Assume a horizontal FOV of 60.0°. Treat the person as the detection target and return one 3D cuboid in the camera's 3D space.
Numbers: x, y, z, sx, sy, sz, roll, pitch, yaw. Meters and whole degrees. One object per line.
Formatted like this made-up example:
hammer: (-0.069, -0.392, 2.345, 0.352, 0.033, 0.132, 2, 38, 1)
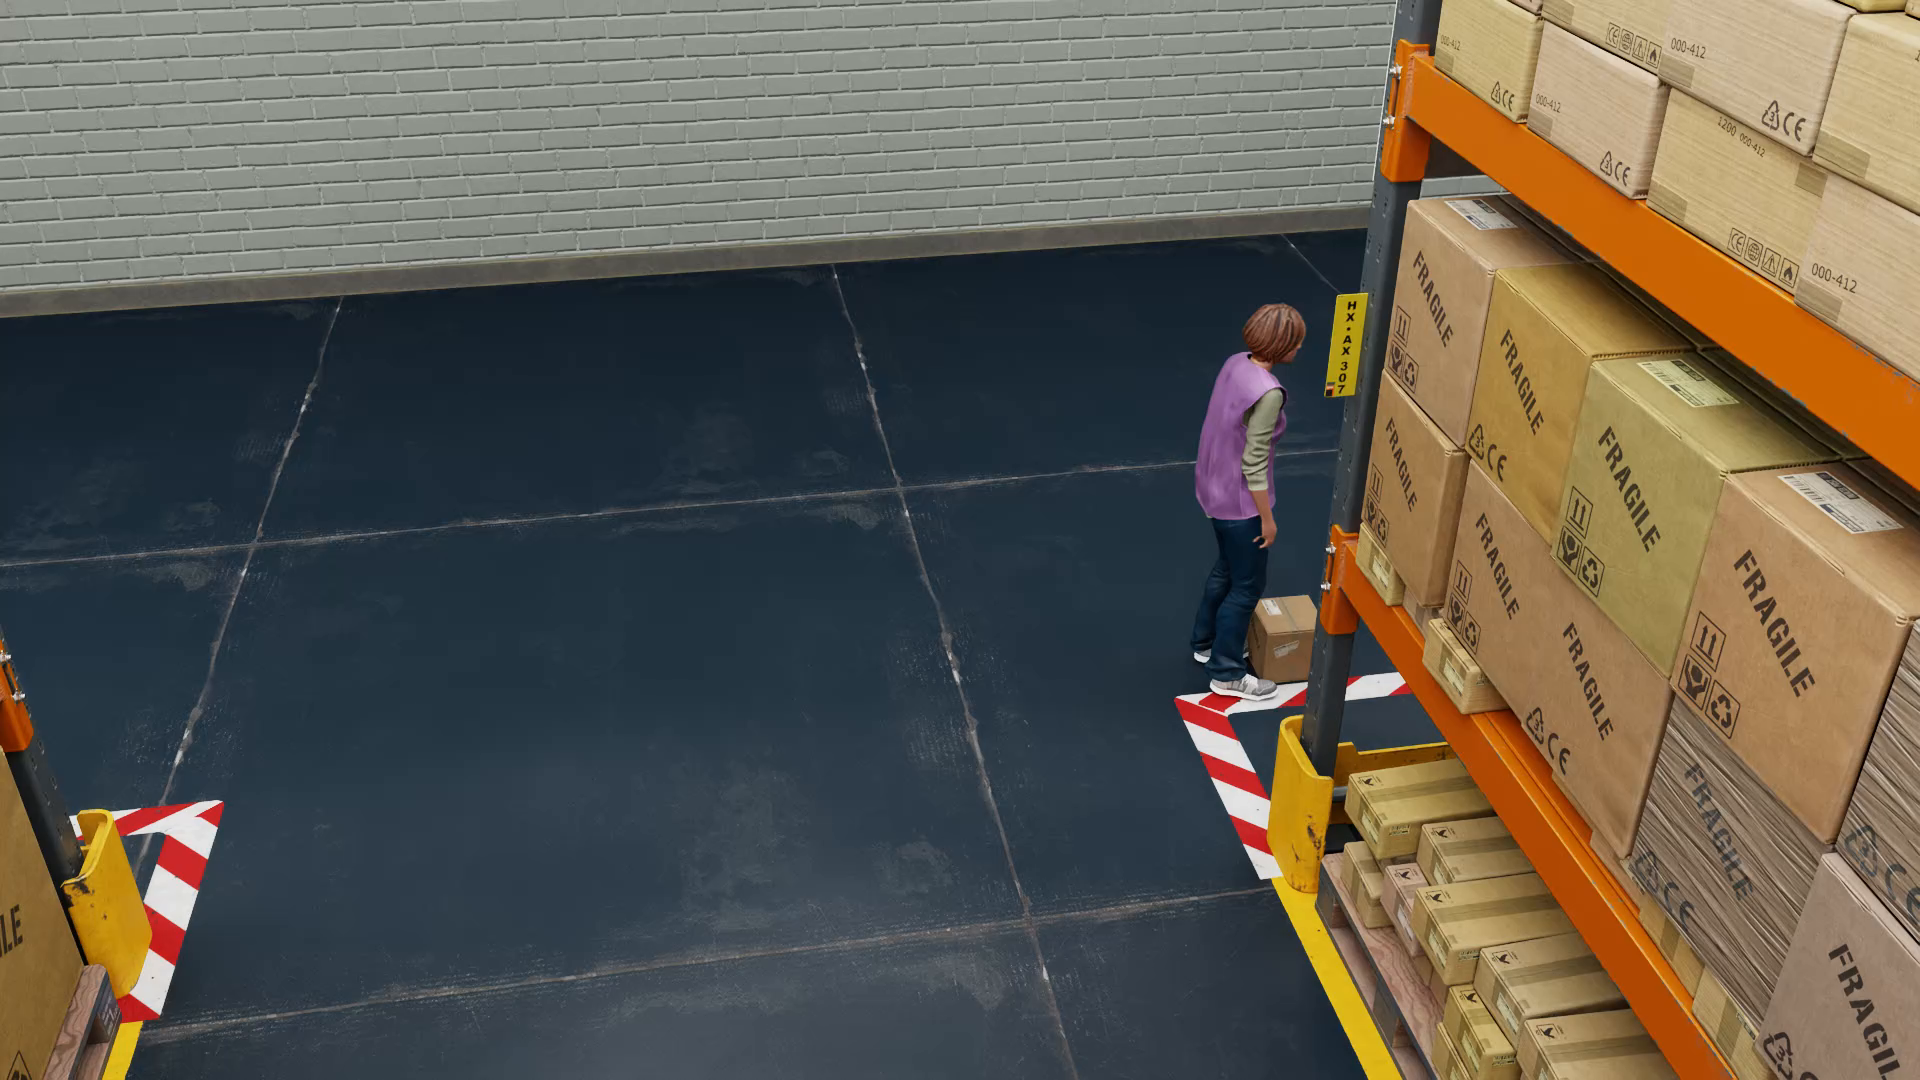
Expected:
person: (1.088, -0.152, 6.396, 0.348, 1.592, 0.476, -4, 31, -7)
